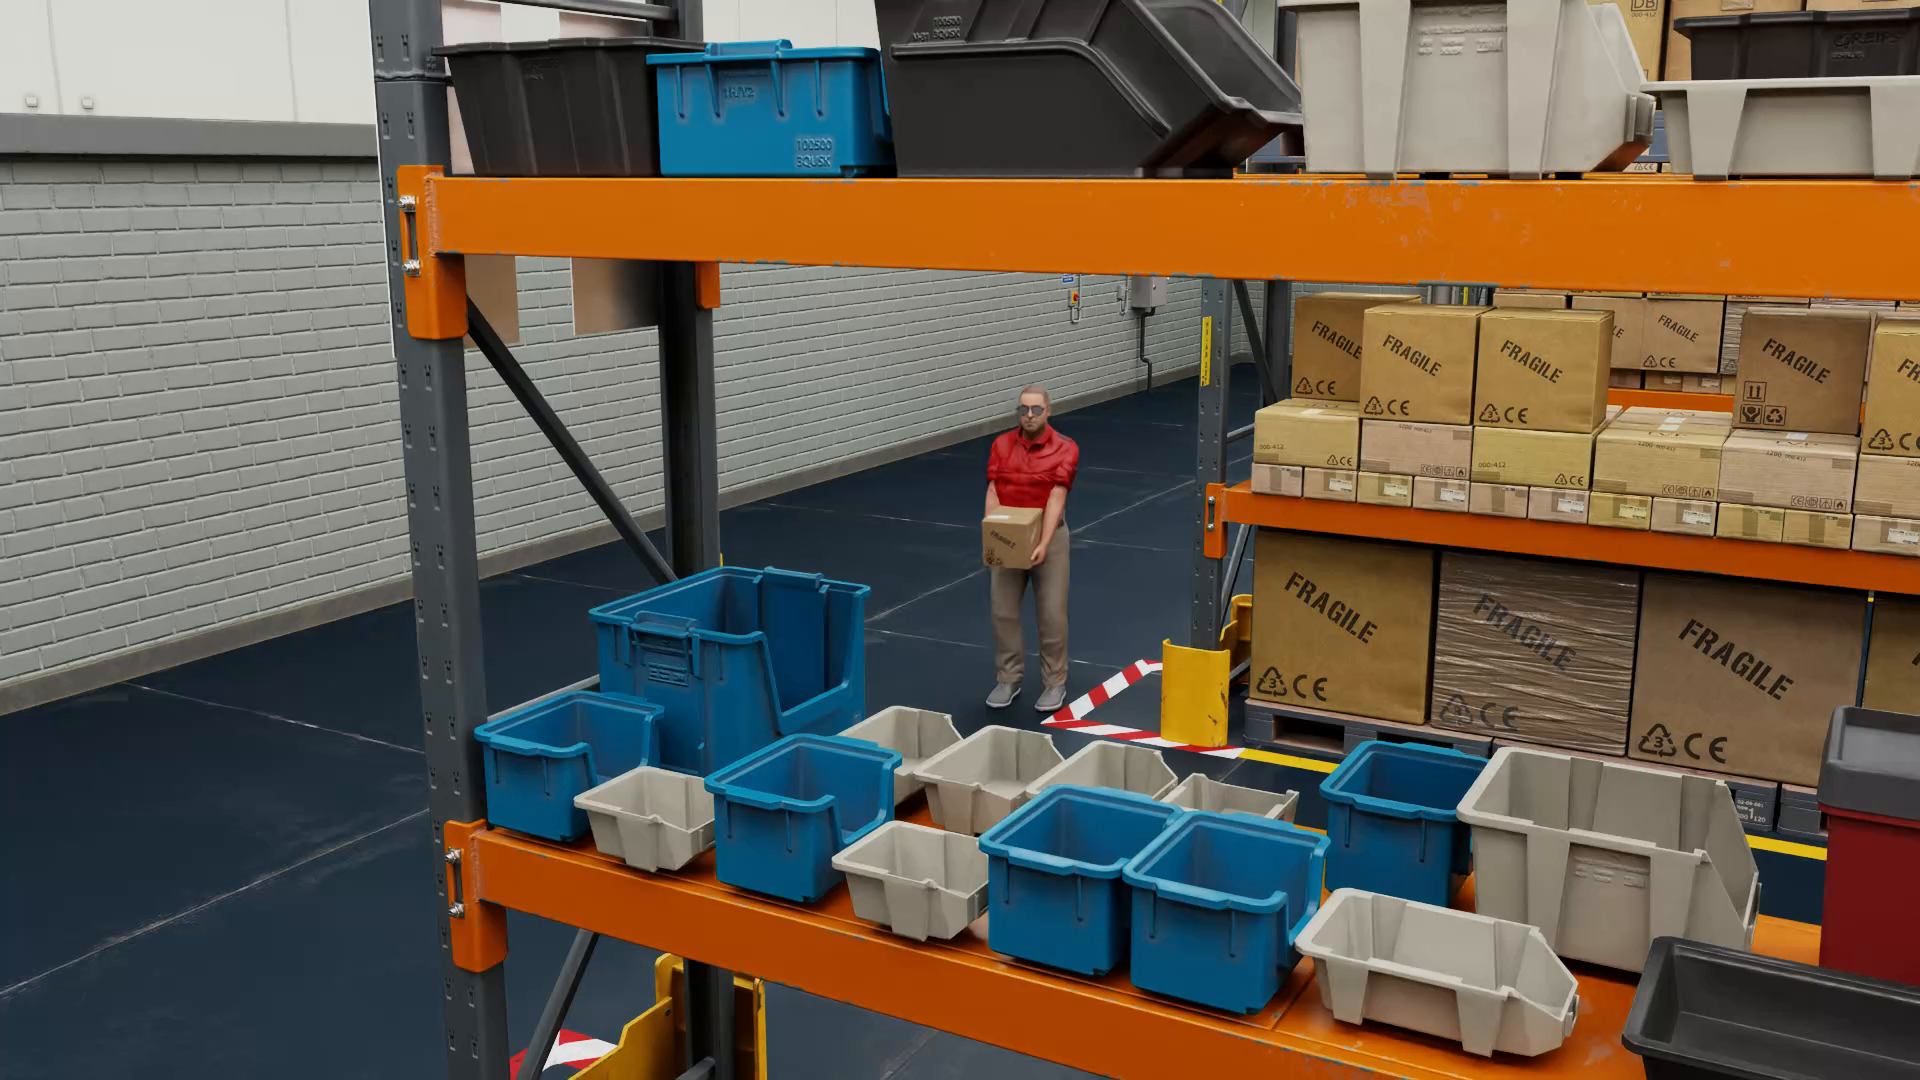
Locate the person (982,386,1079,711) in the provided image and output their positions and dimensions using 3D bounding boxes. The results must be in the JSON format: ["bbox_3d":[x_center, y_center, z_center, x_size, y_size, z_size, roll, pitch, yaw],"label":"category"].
[{"bbox_3d":[0.361,0.051,8.804,0.489,1.726,0.554,5,13,21],"label":"person"}]
